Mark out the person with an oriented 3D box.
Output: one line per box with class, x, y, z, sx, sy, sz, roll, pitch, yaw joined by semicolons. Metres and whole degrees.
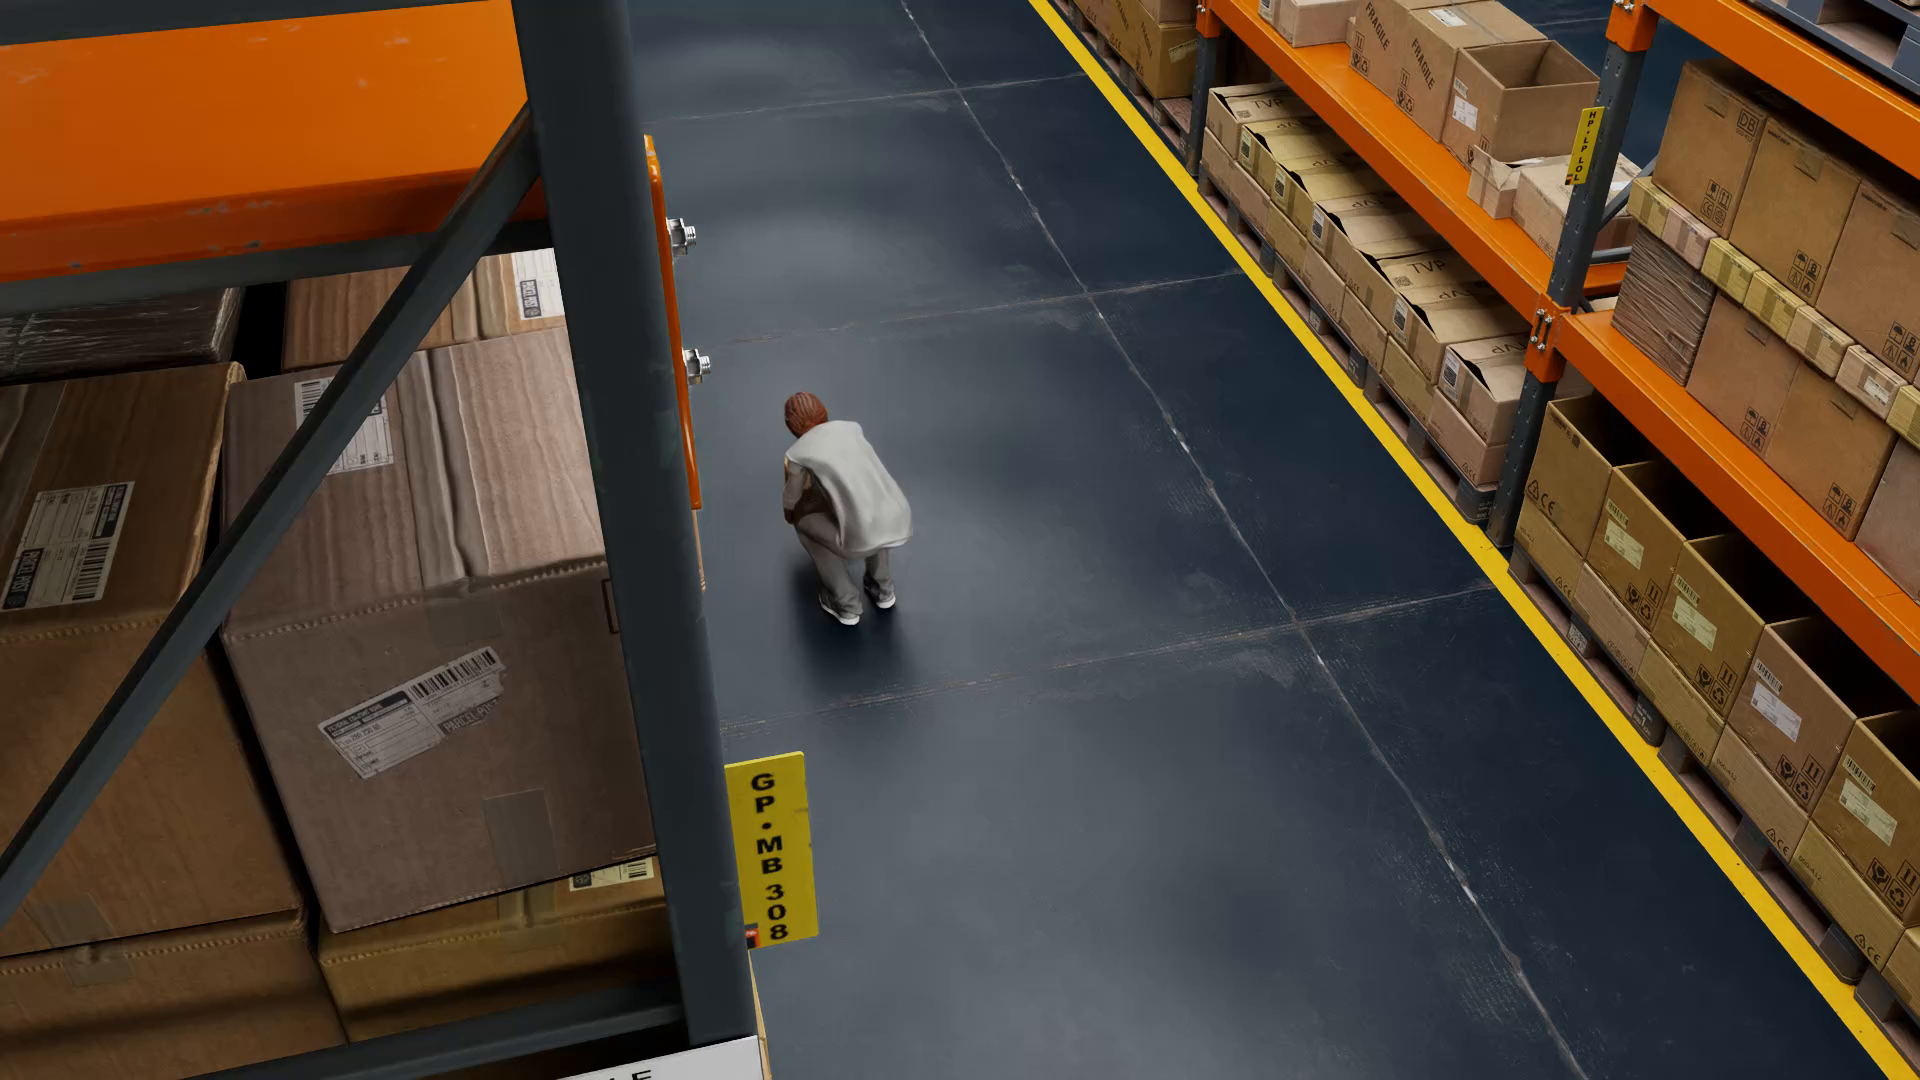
person;-0.518;-0.127;7.387;0.421;0.892;0.859;-20;43;-23
